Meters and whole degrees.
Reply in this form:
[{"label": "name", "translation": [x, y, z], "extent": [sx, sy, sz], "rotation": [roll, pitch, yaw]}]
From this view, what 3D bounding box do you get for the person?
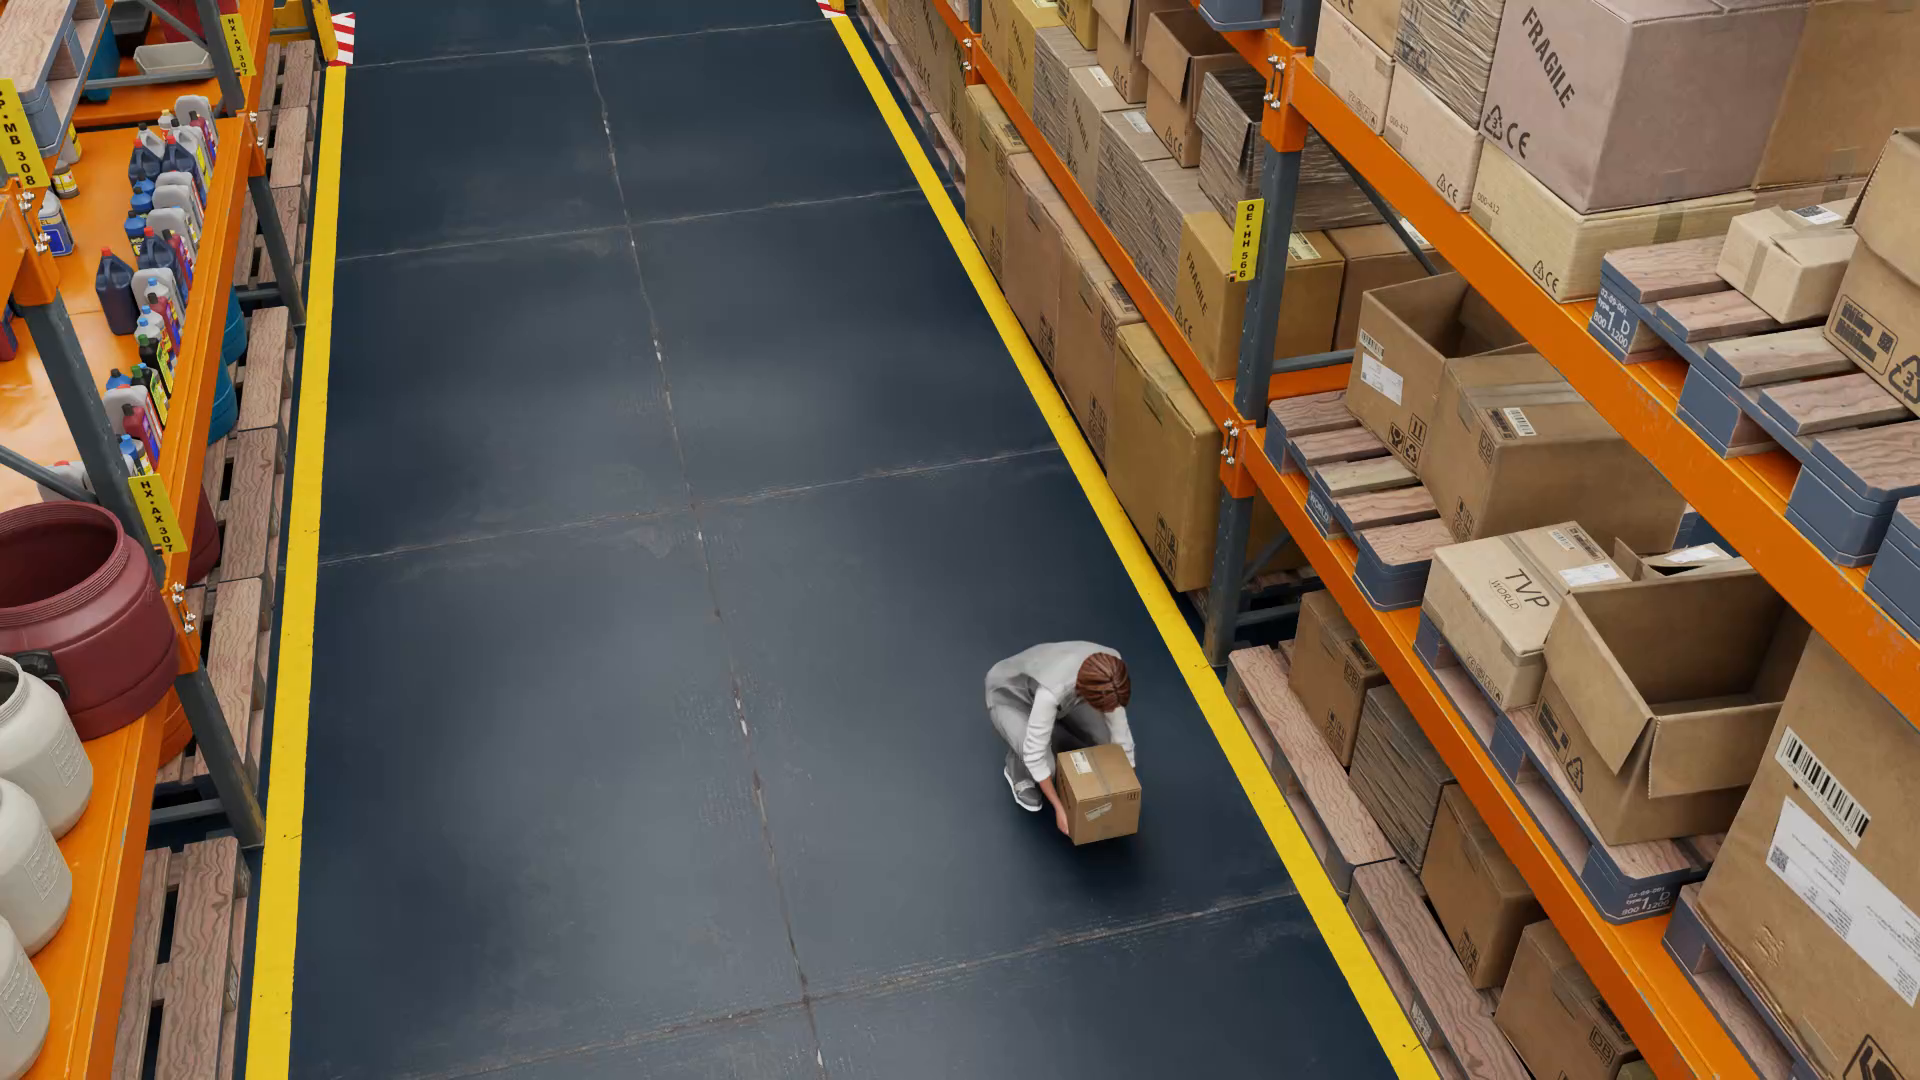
[{"label": "person", "translation": [0.387, 0.698, 6.421], "extent": [0.453, 0.894, 0.807], "rotation": [-18, 42, -21]}]
